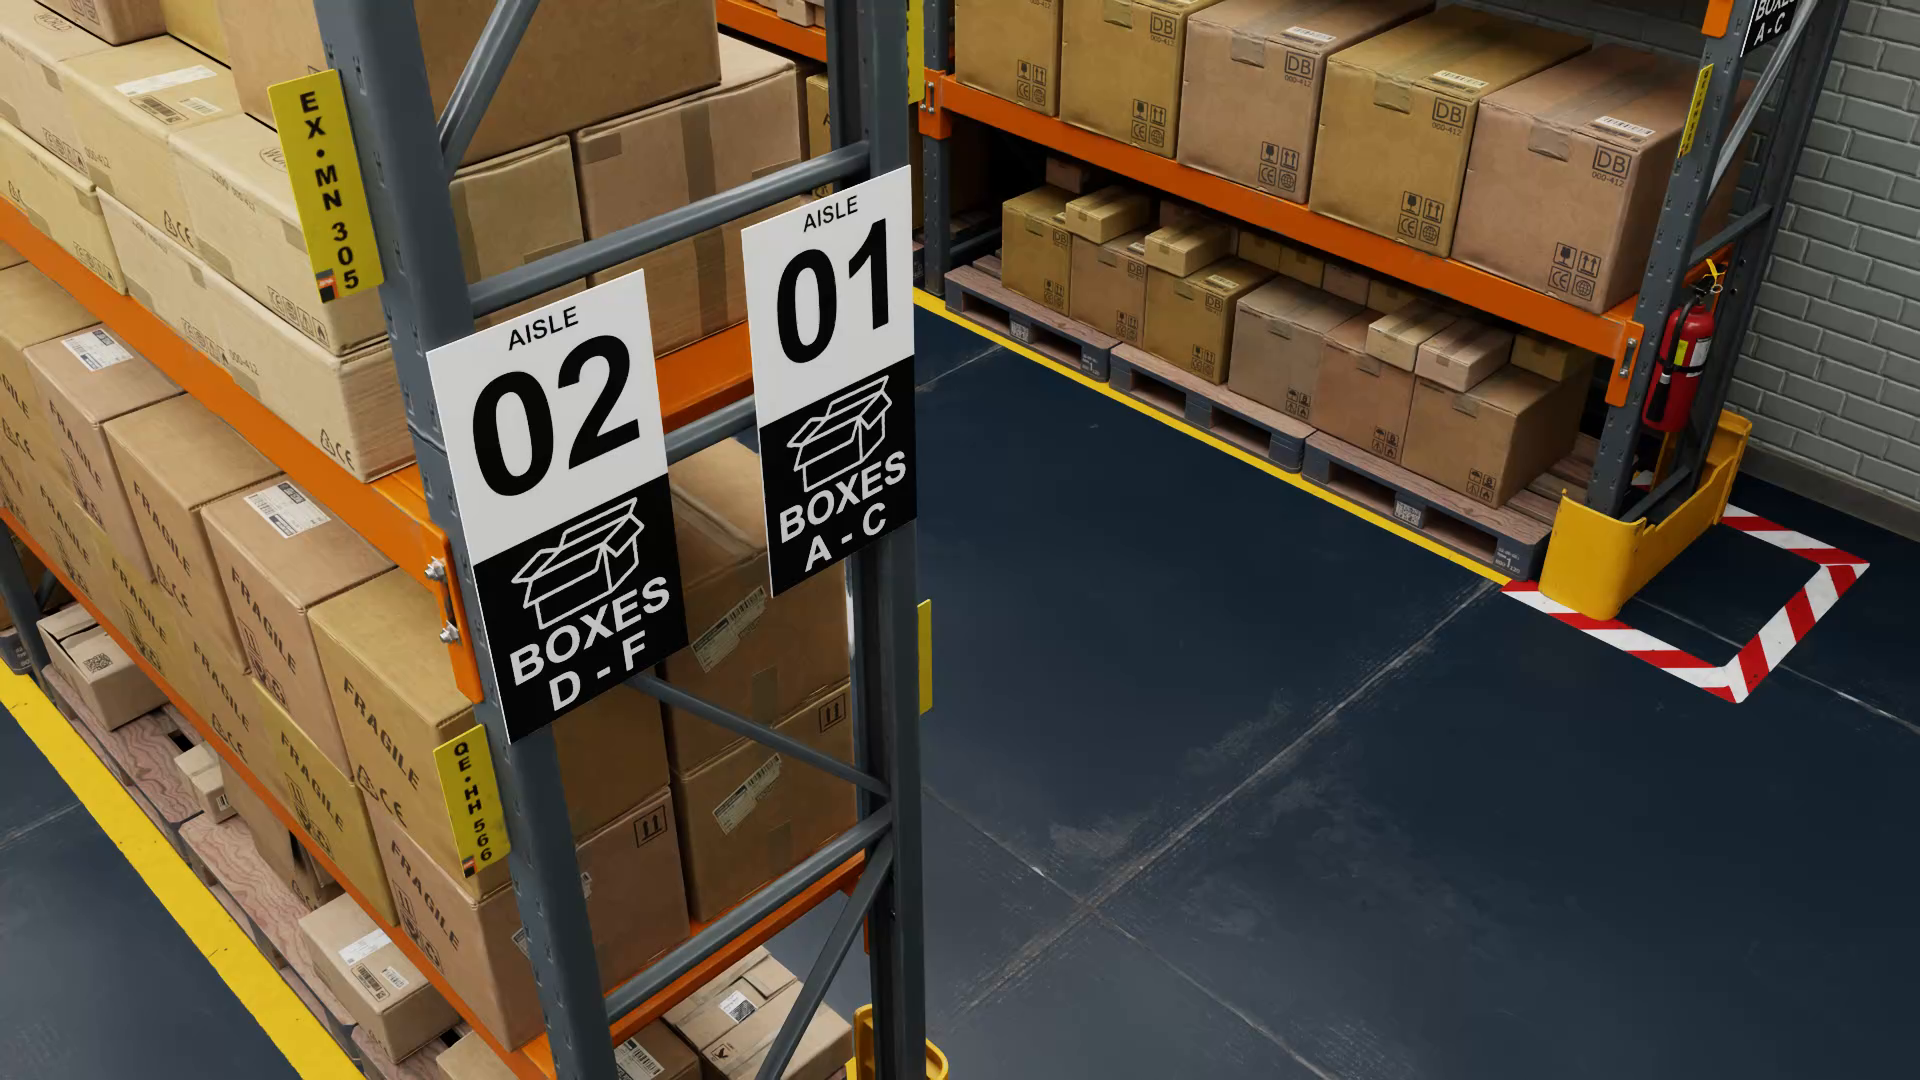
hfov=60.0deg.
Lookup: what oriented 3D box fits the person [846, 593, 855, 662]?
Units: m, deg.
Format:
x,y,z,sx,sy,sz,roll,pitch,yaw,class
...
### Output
x,y,z,sx,sy,sz,roll,pitch,yaw,class
-0.744,0.288,6.326,0.819,0.994,0.494,28,44,33,person
